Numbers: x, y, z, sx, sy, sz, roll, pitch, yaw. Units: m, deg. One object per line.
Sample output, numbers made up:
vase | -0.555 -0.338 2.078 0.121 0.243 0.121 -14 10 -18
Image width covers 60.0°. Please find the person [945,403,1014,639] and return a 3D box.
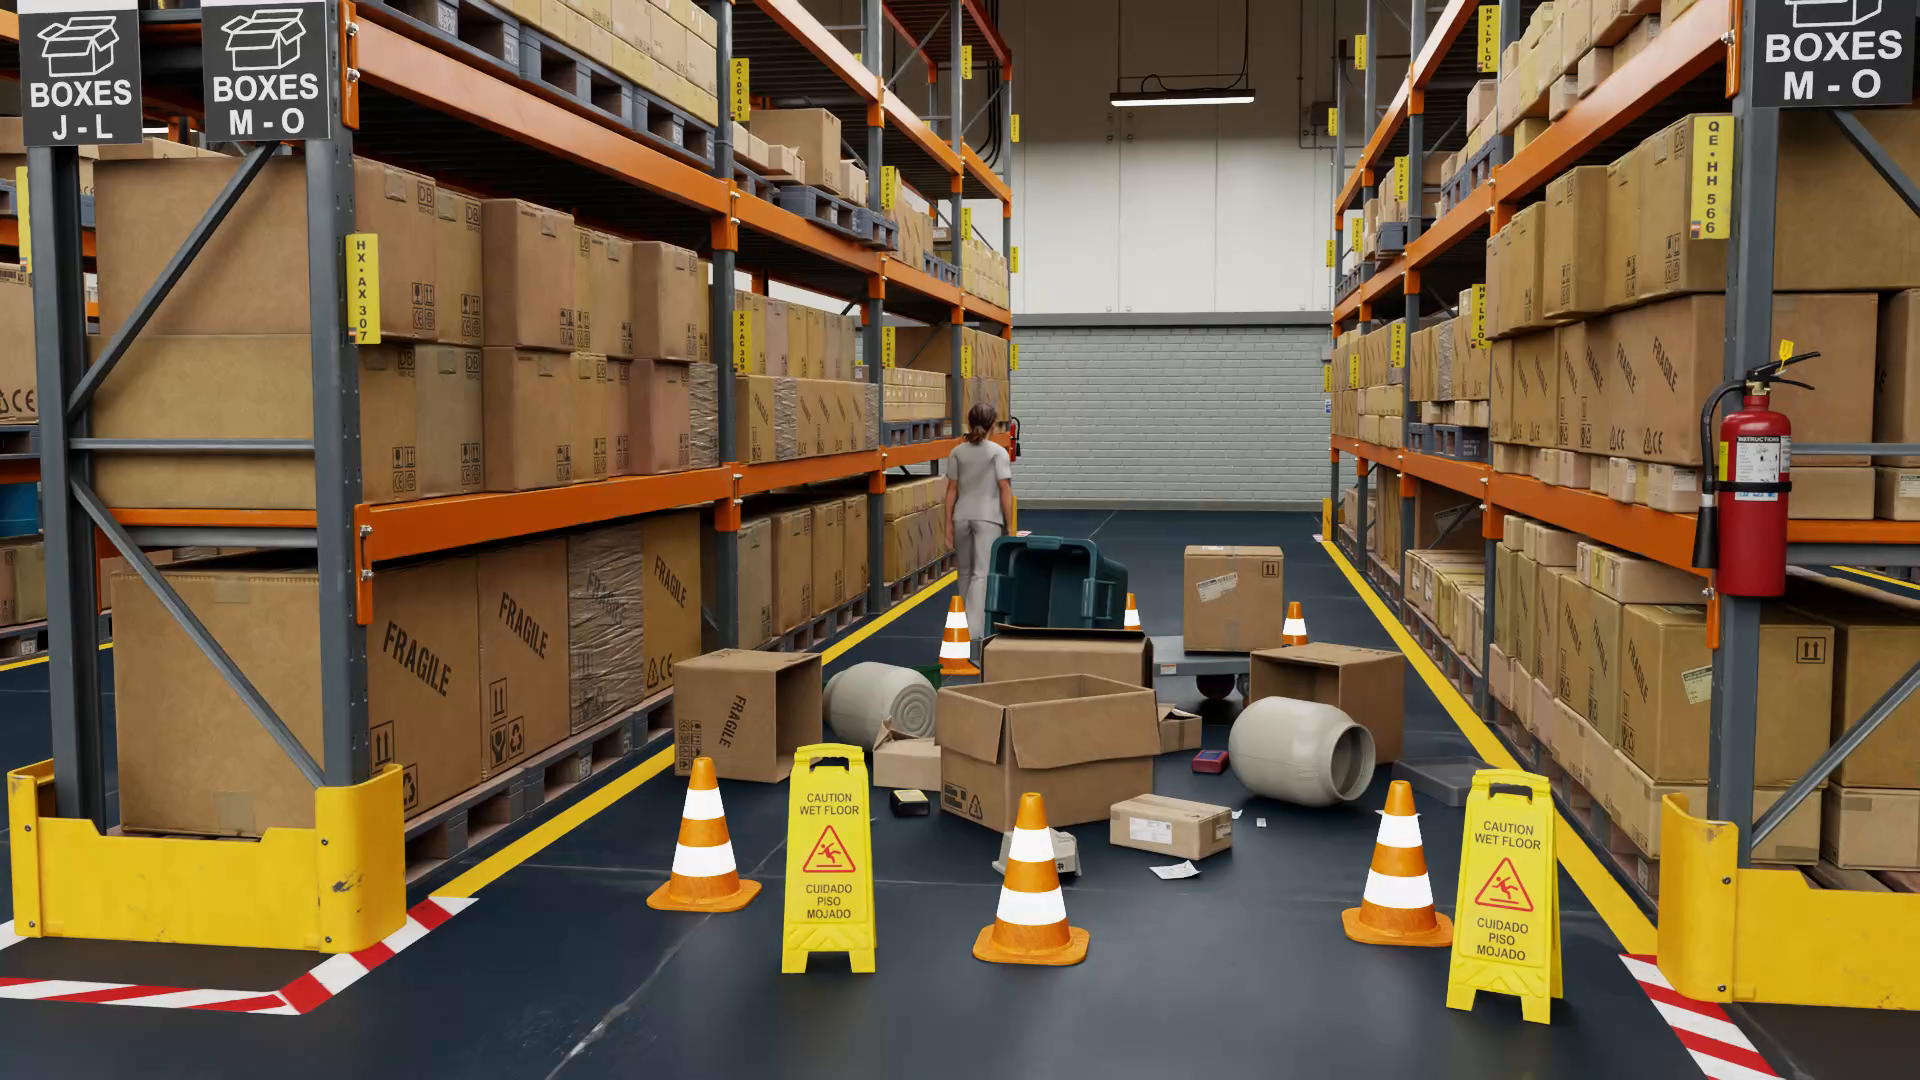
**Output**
person | 0.123 -0.092 11.017 0.569 1.627 0.886 2 5 27
